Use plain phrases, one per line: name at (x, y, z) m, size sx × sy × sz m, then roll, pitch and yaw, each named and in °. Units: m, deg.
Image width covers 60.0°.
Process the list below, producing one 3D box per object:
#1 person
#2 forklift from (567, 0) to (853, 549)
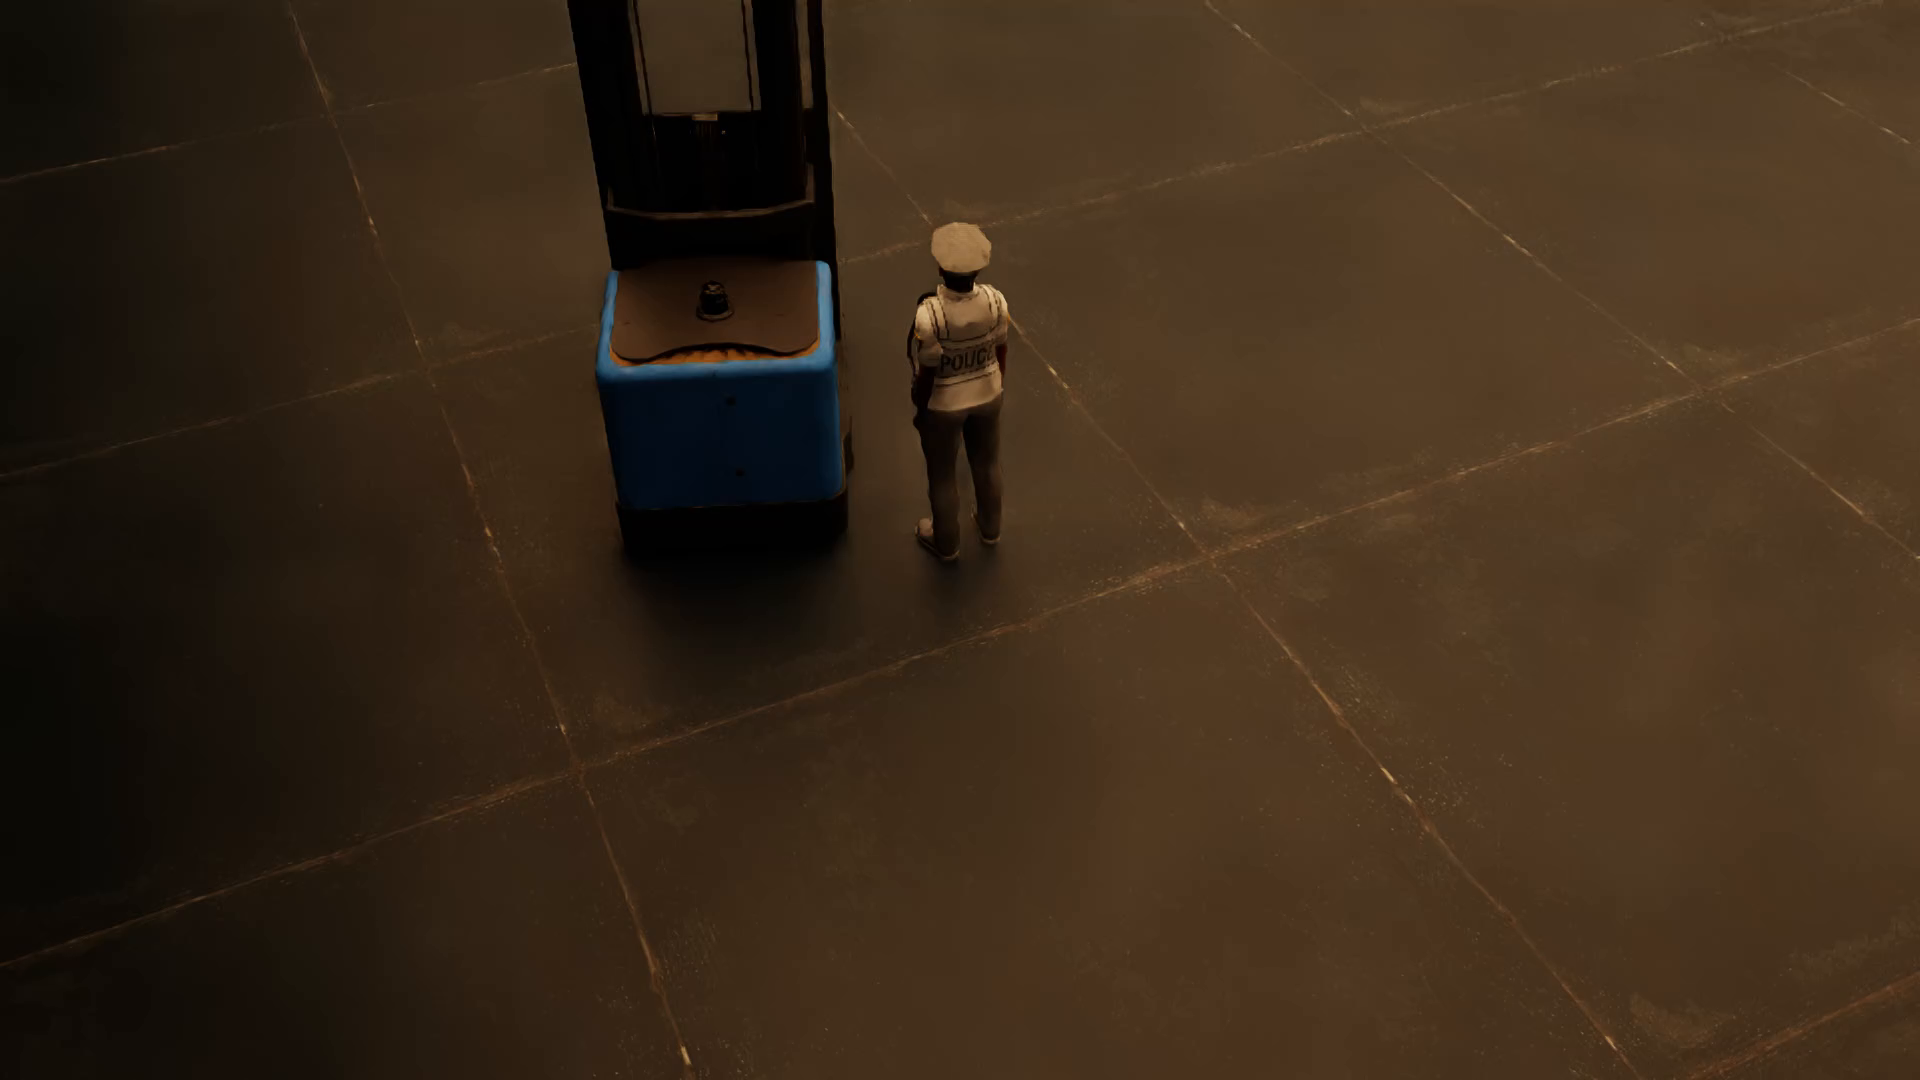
person at (-0.002, -0.631, 7.269) m, size 0.446 × 1.692 × 0.338 m, roll -18°, pitch 46°, yaw -18°
forklift at (-1.168, -2.029, 7.854) m, size 1.130 × 2.935 × 3.031 m, roll -3°, pitch 43°, yaw -4°
